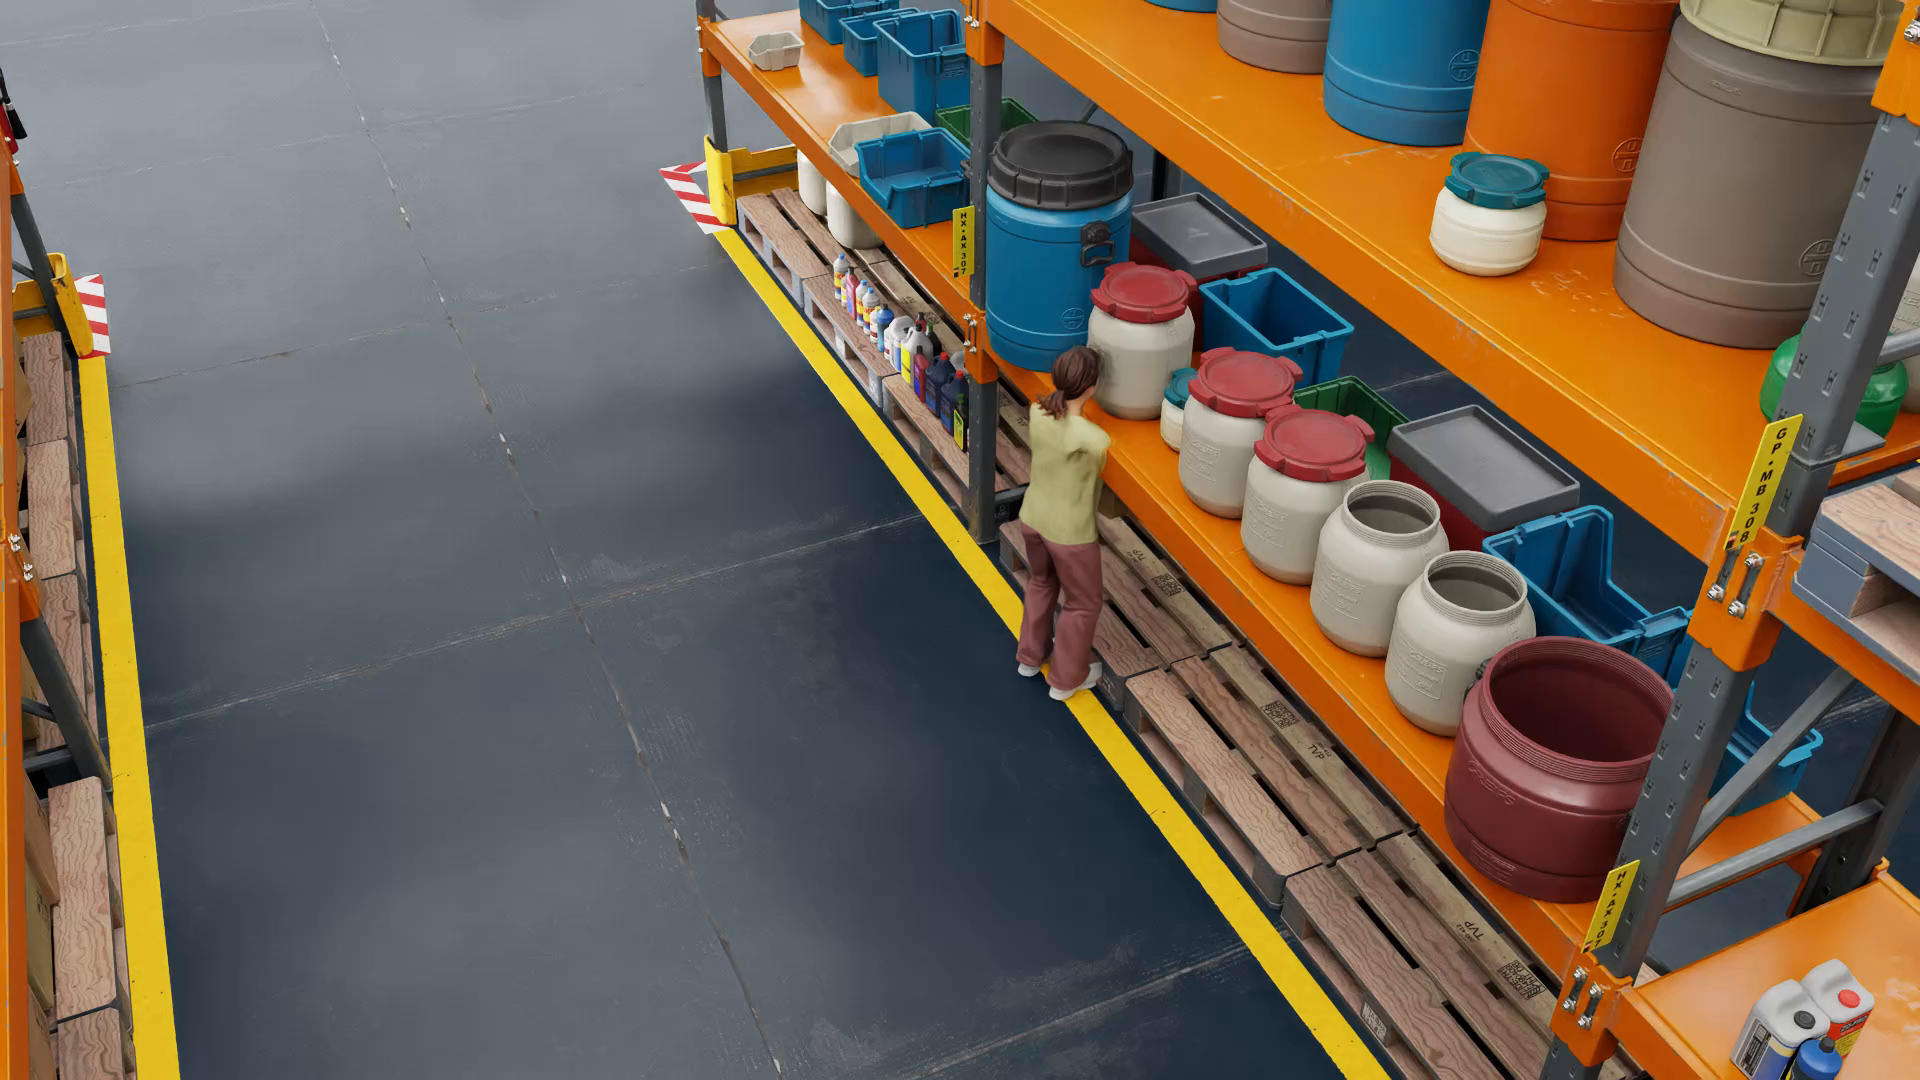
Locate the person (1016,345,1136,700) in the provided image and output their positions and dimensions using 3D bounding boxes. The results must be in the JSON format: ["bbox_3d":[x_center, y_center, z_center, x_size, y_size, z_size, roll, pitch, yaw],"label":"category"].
[{"bbox_3d":[0.501,-0.099,6.997,0.530,1.666,0.409,-29,46,-32],"label":"person"}]
